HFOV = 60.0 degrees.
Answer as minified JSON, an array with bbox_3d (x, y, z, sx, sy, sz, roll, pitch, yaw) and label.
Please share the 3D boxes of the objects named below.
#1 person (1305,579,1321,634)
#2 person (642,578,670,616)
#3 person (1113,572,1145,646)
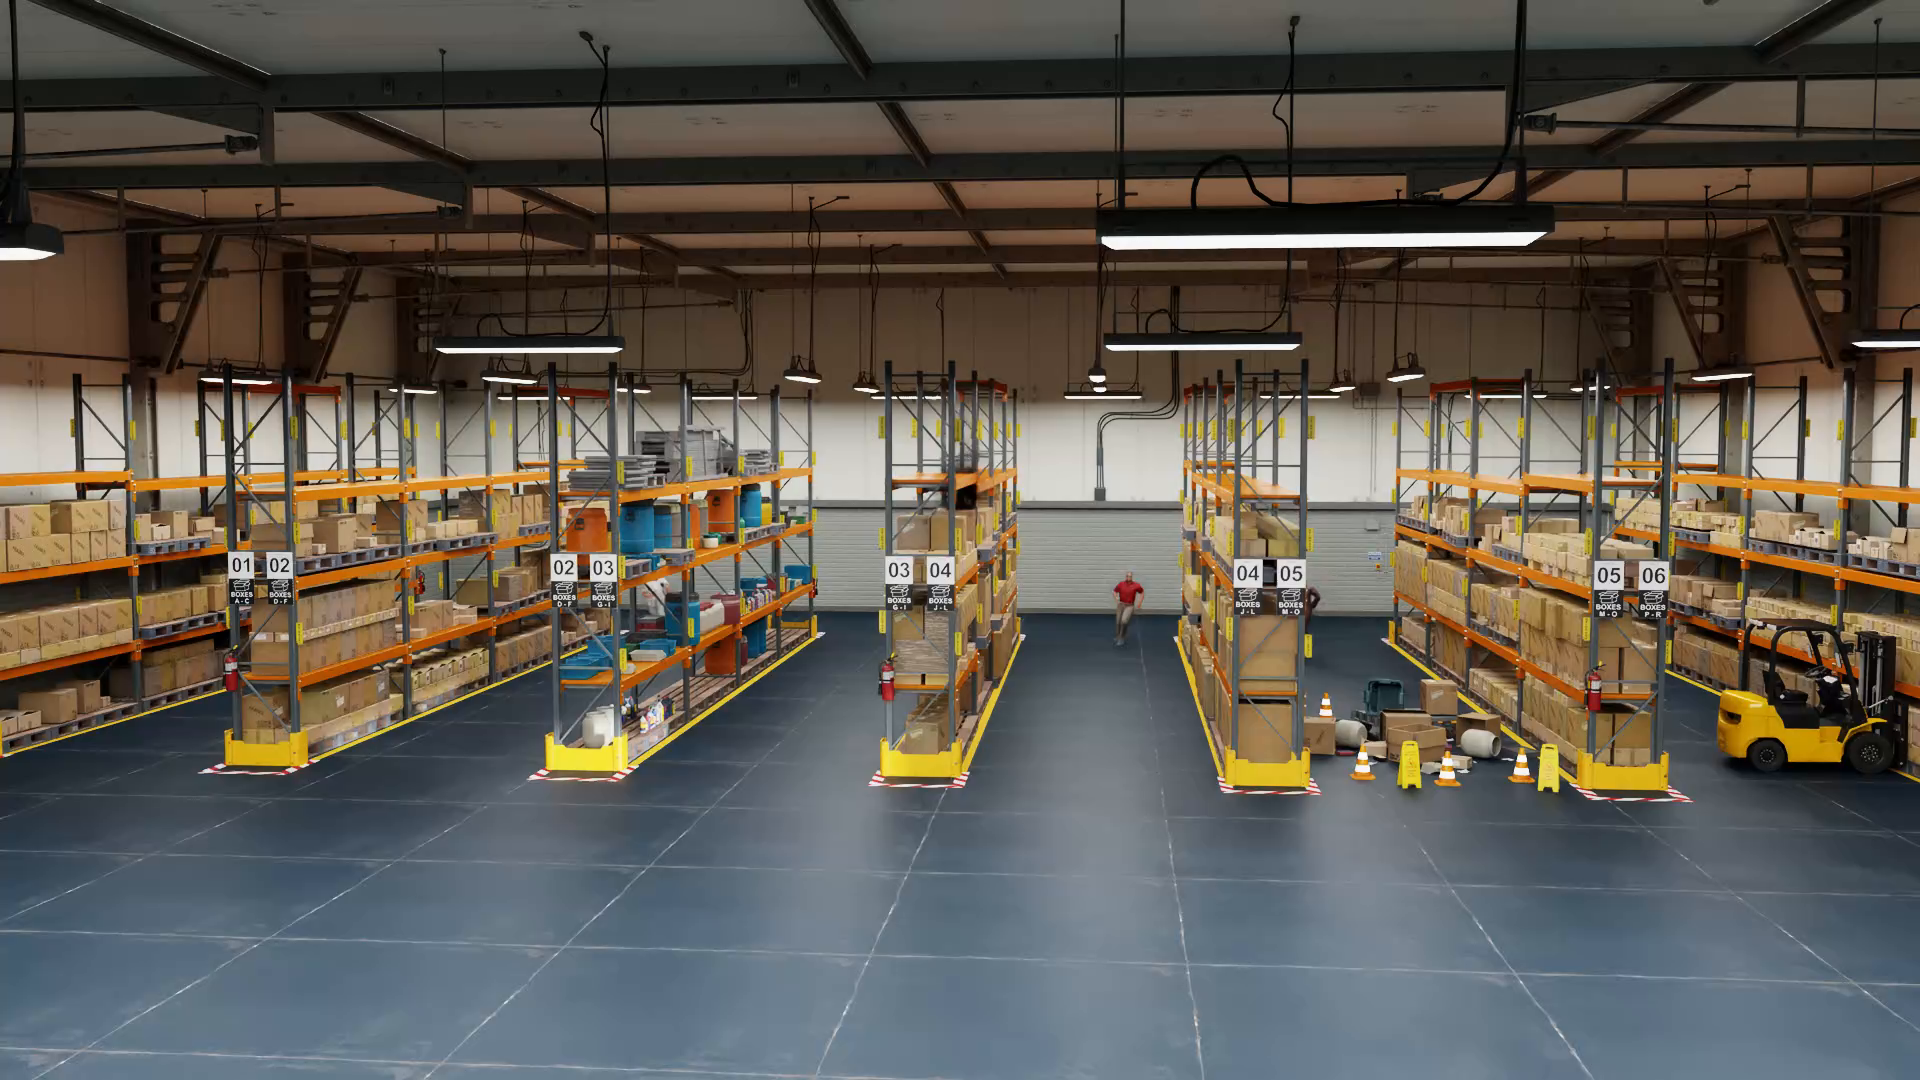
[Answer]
[{"bbox_3d":[7.654,1.683,37.159,0.693,1.849,0.777,-1,4,-9],"label":"person"},{"bbox_3d":[-7.192,1.547,39.353,0.631,1.817,0.891,0,4,-6],"label":"person"},{"bbox_3d":[3.901,1.614,38.904,0.739,1.761,0.731,2,4,26],"label":"person"}]
